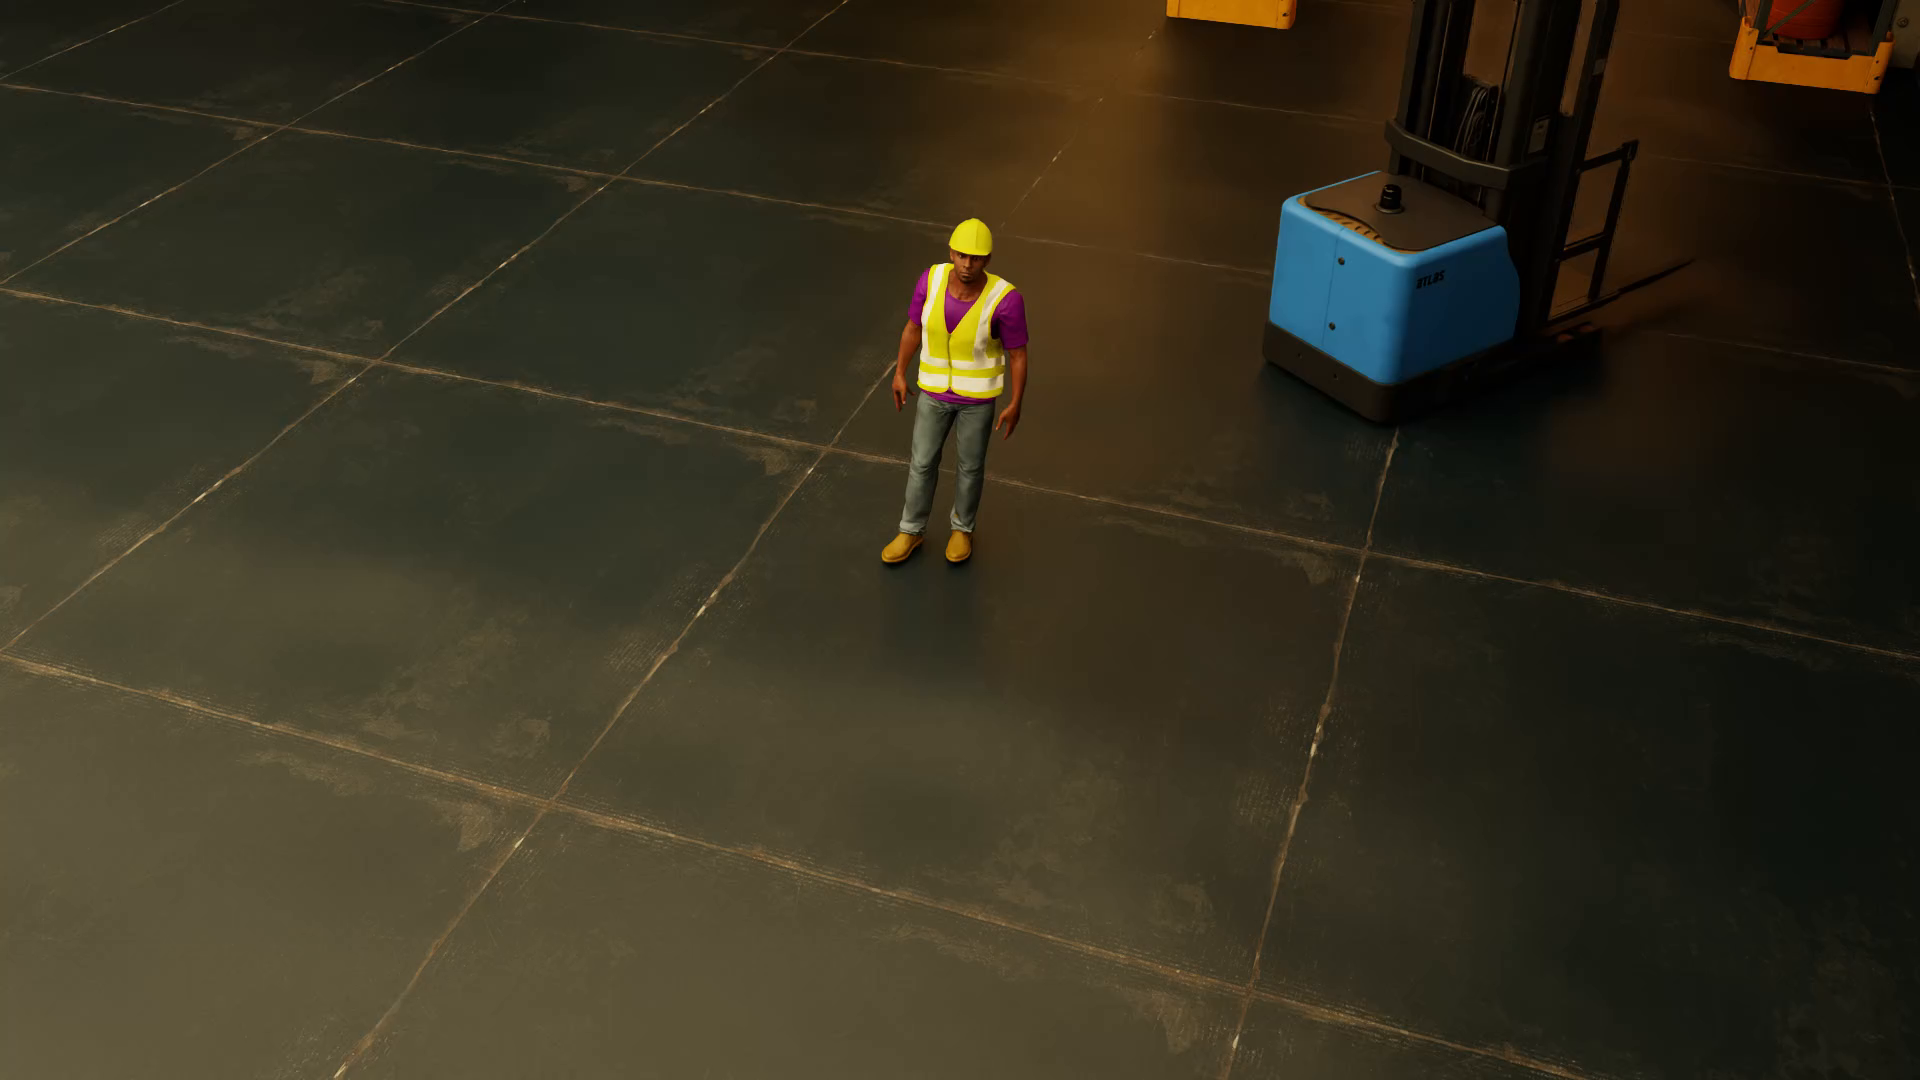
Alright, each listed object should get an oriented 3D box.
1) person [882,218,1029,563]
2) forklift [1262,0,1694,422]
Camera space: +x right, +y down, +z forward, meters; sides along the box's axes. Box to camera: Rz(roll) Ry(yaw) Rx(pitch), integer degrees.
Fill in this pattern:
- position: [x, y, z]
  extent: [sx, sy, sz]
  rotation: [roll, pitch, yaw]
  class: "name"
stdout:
- position: [-0.029, -0.690, 8.078]
  extent: [0.666, 1.765, 0.577]
  rotation: [12, 37, 16]
  class: "person"
- position: [3.347, -2.524, 9.670]
  extent: [3.031, 2.935, 1.130]
  rotation: [-21, 40, -27]
  class: "forklift"
